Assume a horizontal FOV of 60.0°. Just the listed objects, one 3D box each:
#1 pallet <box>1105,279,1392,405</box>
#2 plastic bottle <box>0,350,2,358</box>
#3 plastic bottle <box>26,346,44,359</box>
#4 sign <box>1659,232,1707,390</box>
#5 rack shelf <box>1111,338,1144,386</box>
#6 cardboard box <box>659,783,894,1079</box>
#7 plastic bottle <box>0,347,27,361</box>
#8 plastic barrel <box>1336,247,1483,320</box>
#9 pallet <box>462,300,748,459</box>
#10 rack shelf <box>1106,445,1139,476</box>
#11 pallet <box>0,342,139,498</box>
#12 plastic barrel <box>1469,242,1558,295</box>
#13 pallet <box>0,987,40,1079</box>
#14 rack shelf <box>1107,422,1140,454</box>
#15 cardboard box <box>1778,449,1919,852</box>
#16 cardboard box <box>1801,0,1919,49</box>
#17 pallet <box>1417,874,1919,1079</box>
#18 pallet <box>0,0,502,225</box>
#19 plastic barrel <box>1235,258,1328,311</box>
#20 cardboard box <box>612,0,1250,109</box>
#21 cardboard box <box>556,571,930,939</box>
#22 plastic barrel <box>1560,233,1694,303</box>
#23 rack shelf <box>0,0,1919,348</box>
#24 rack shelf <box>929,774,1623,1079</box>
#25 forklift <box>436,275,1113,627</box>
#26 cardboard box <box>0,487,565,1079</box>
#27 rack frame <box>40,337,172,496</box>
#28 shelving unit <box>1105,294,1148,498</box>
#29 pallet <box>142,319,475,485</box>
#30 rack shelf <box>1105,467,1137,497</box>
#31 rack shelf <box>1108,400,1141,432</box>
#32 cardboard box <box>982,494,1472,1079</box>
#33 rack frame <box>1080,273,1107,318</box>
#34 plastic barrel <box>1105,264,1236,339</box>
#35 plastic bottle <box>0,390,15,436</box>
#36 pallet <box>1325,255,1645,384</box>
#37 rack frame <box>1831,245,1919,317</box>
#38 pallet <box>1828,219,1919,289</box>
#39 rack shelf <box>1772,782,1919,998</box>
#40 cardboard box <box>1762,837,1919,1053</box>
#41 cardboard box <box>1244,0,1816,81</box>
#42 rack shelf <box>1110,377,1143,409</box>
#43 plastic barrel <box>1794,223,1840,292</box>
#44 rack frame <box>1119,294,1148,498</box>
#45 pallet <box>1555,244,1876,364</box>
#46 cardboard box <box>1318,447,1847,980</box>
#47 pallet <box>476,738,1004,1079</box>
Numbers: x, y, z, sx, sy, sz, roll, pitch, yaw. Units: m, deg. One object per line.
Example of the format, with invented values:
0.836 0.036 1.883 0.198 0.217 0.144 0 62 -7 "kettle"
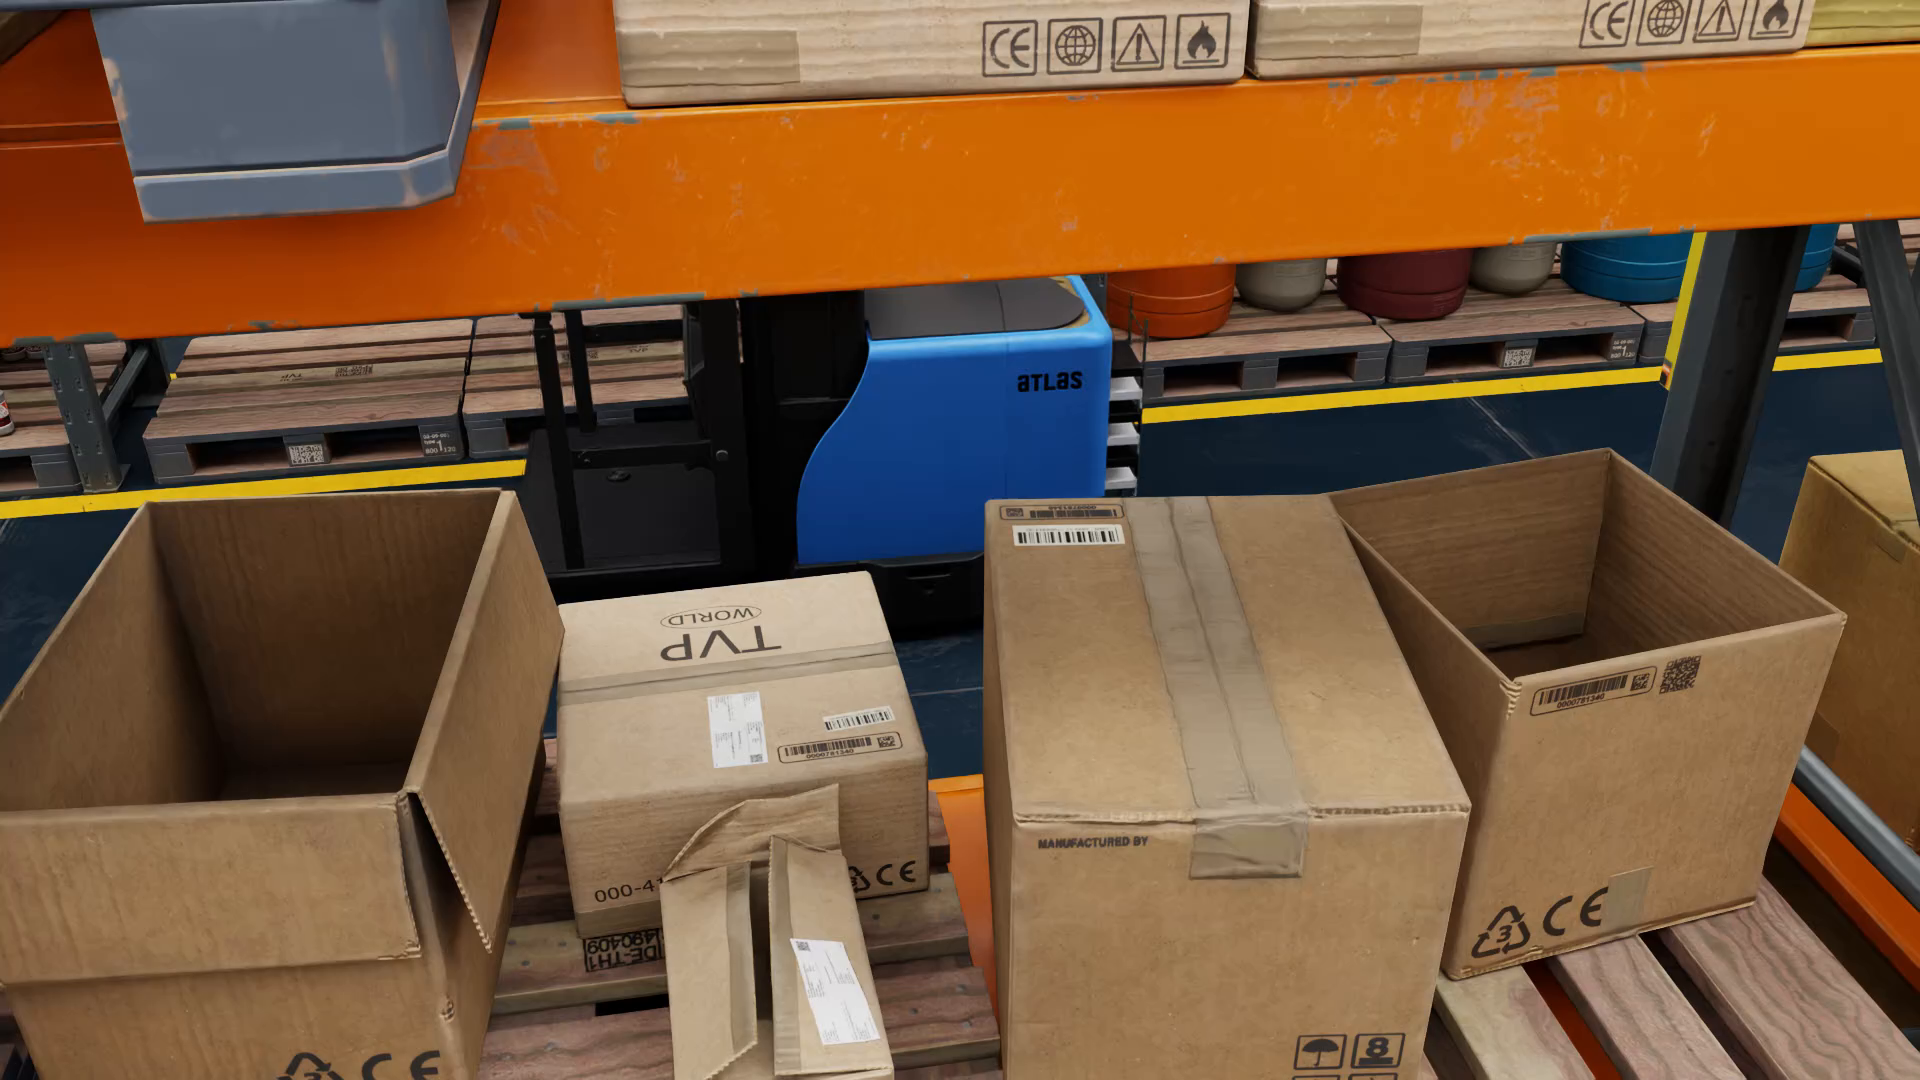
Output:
1.227 -0.979 7.706 1.213 0.211 1.003 -5 31 -9 "pallet"
-4.181 -0.885 7.048 0.135 0.276 0.152 -4 31 -7 "plastic bottle"
-3.968 -0.886 7.125 0.097 0.201 0.097 0 30 0 "plastic bottle"
1.248 -0.394 2.818 0.005 0.325 0.100 -5 31 -9 "sign"
0.532 -0.633 5.972 0.200 0.077 0.258 -4 31 -7 "rack shelf"
-0.240 0.545 2.081 0.258 0.266 0.396 -6 31 -10 "cardboard box"
-4.068 -0.877 7.109 0.097 0.201 0.097 0 30 0 "plastic bottle"
2.048 -1.386 7.612 0.708 0.588 0.600 -5 31 -9 "plastic barrel"
-1.507 -0.725 7.274 1.213 0.211 1.003 -5 31 -9 "pallet"
0.532 -0.323 6.155 0.200 0.077 0.258 -4 31 -7 "rack shelf"
-4.144 -0.480 6.858 1.213 0.211 1.003 -5 31 -9 "pallet"
2.587 -1.449 7.795 0.421 0.512 0.421 0 30 0 "plastic barrel"
-1.805 0.832 2.065 1.213 0.211 1.003 -5 31 -9 "pallet"
0.532 -0.401 6.109 0.200 0.077 0.258 -4 31 -7 "rack shelf"
1.792 0.170 2.903 0.500 0.500 0.500 -4 31 -7 "cardboard box"
0.928 -0.681 1.638 0.500 0.250 0.500 -5 31 -9 "cardboard box"
0.669 0.582 2.489 1.003 0.211 1.213 -5 31 -9 "pallet"
-0.937 -0.565 1.477 1.003 0.211 1.213 -5 31 -9 "pallet"
1.477 -1.346 7.619 0.421 0.512 0.421 0 30 0 "plastic barrel"
-0.052 -0.585 1.473 0.500 0.250 0.500 -4 31 -8 "cardboard box"
-0.339 0.304 2.508 0.500 0.250 0.500 -6 31 -10 "cardboard box"
3.159 -1.624 7.708 0.708 0.901 0.600 -5 31 -9 "plastic barrel"
-0.616 -0.419 1.753 4.000 0.370 1.077 -5 31 -9 "rack shelf"
-0.616 0.874 2.514 4.000 0.370 1.077 -5 31 -9 "rack shelf"
-1.058 -1.134 5.286 3.031 2.935 1.130 -4 31 -7 "forklift"
-0.895 0.317 2.236 0.637 0.503 0.797 -2 31 -4 "cardboard box"
-3.475 -1.723 6.220 0.127 3.000 1.000 -5 31 -9 "rack frame"
0.532 -0.429 6.092 0.210 0.900 0.258 -4 31 -7 "shelving unit"
-2.710 -0.612 7.082 1.213 0.211 1.003 -5 31 -9 "pallet"
0.532 -0.245 6.200 0.200 0.077 0.258 -4 31 -7 "rack shelf"
0.532 -0.478 6.064 0.200 0.077 0.258 -4 31 -7 "rack shelf"
0.296 0.328 2.221 0.500 0.500 0.700 -1 30 -2 "cardboard box"
0.459 -2.088 6.841 0.127 3.000 1.000 -5 31 -9 "rack frame"
0.937 -1.387 7.375 0.708 0.830 0.600 -5 31 -9 "plastic barrel"
-3.776 -0.518 6.498 0.097 0.201 0.097 0 30 0 "plastic bottle"
2.425 -1.088 7.892 1.213 0.211 1.003 -5 31 -9 "pallet"
4.394 -2.453 7.462 0.127 3.000 1.000 -5 31 -9 "rack frame"
5.110 -1.337 8.316 1.213 0.211 1.003 -5 31 -9 "pallet"
3.319 0.509 3.135 4.000 0.370 1.077 -5 31 -9 "rack shelf"
2.034 1.064 3.163 0.875 0.875 1.225 -7 31 -11 "cardboard box"
0.442 -0.629 1.549 0.500 0.250 0.500 -5 31 -9 "cardboard box"
0.532 -0.556 6.018 0.200 0.077 0.258 -4 31 -7 "rack shelf"
3.856 -1.688 7.818 0.708 0.901 0.600 -5 31 -9 "plastic barrel"
0.632 -0.437 6.106 0.006 0.900 0.240 -4 31 -7 "rack frame"
3.627 -1.201 8.085 1.213 0.211 1.003 -5 31 -9 "pallet"
0.827 0.227 2.392 0.500 0.500 0.500 -9 32 -15 "cardboard box"
-0.589 0.665 2.348 1.213 0.211 1.003 -5 31 -9 "pallet"
